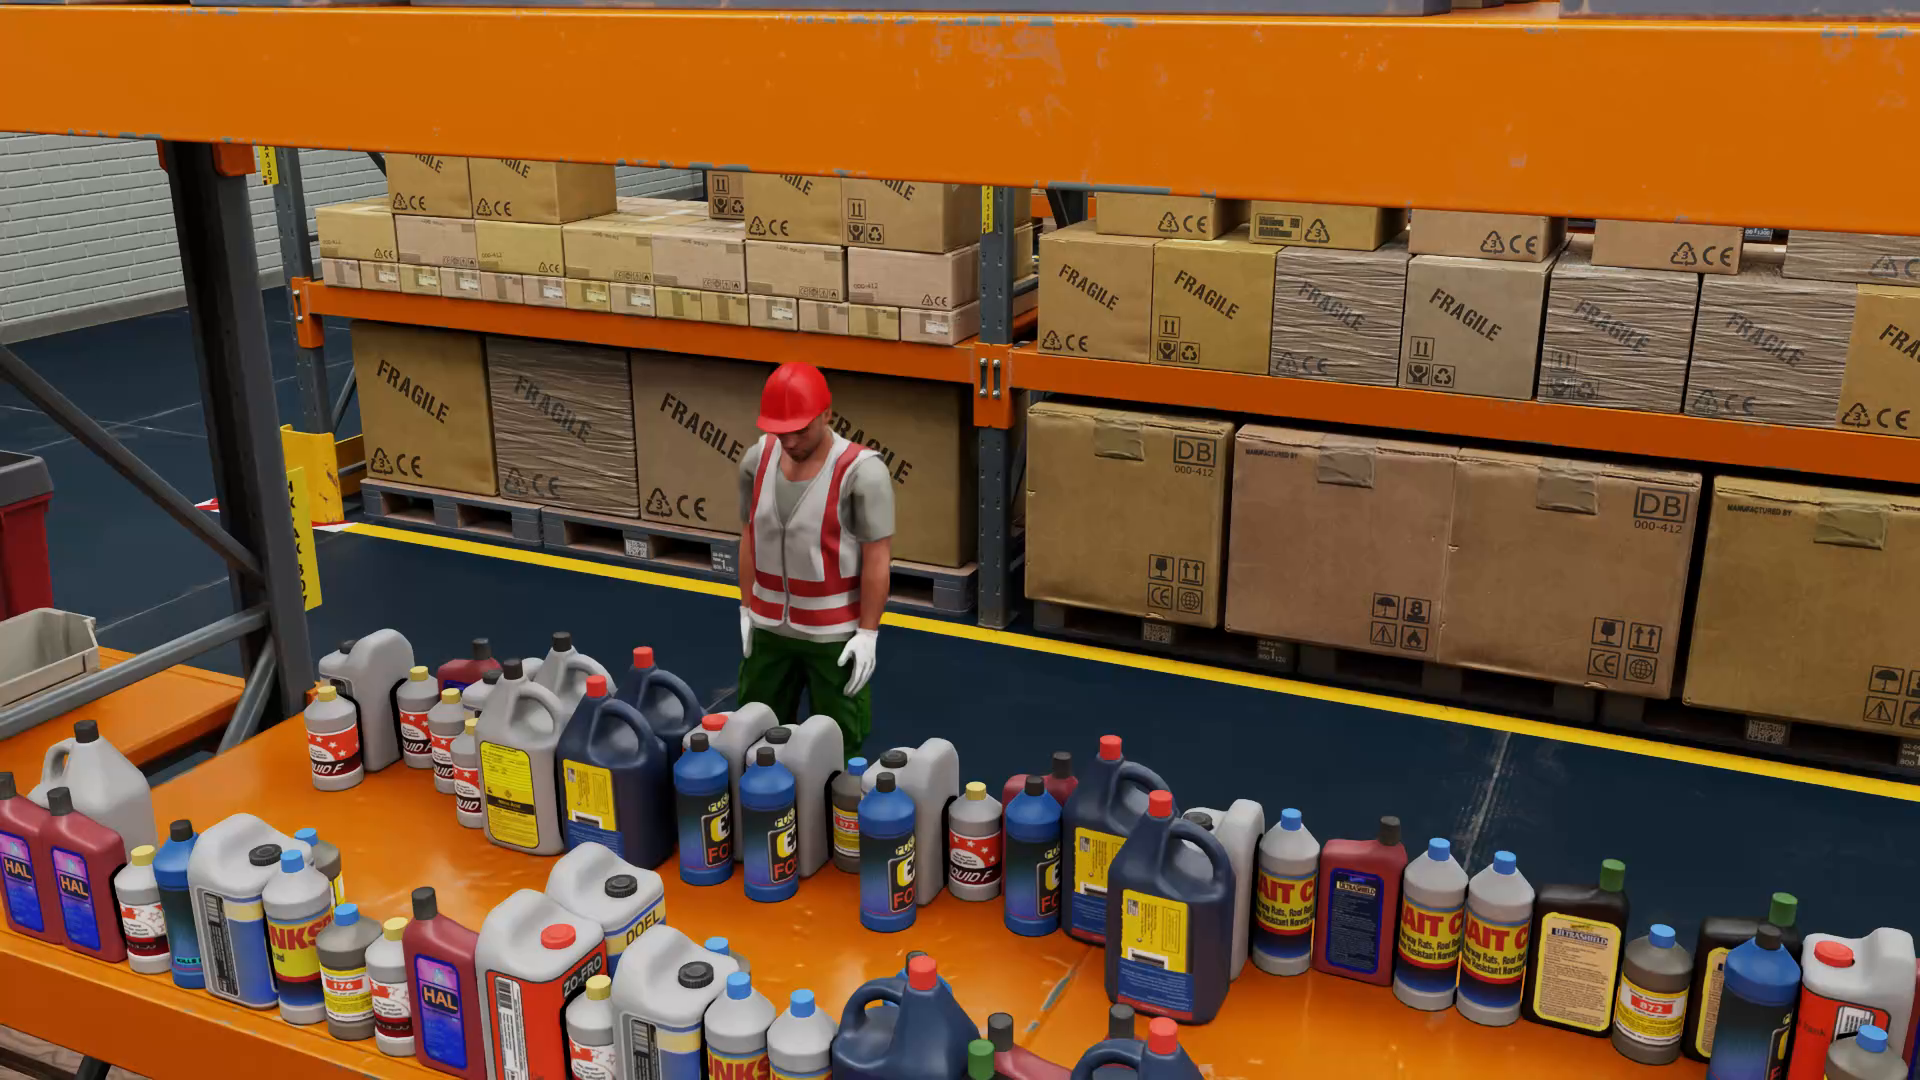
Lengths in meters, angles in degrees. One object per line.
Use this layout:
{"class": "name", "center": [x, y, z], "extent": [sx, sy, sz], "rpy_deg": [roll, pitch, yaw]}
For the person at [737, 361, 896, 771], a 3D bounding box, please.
{"class": "person", "center": [-0.466, 0.296, 5.199], "extent": [0.534, 1.762, 0.400], "rpy_deg": [9, 21, 24]}
